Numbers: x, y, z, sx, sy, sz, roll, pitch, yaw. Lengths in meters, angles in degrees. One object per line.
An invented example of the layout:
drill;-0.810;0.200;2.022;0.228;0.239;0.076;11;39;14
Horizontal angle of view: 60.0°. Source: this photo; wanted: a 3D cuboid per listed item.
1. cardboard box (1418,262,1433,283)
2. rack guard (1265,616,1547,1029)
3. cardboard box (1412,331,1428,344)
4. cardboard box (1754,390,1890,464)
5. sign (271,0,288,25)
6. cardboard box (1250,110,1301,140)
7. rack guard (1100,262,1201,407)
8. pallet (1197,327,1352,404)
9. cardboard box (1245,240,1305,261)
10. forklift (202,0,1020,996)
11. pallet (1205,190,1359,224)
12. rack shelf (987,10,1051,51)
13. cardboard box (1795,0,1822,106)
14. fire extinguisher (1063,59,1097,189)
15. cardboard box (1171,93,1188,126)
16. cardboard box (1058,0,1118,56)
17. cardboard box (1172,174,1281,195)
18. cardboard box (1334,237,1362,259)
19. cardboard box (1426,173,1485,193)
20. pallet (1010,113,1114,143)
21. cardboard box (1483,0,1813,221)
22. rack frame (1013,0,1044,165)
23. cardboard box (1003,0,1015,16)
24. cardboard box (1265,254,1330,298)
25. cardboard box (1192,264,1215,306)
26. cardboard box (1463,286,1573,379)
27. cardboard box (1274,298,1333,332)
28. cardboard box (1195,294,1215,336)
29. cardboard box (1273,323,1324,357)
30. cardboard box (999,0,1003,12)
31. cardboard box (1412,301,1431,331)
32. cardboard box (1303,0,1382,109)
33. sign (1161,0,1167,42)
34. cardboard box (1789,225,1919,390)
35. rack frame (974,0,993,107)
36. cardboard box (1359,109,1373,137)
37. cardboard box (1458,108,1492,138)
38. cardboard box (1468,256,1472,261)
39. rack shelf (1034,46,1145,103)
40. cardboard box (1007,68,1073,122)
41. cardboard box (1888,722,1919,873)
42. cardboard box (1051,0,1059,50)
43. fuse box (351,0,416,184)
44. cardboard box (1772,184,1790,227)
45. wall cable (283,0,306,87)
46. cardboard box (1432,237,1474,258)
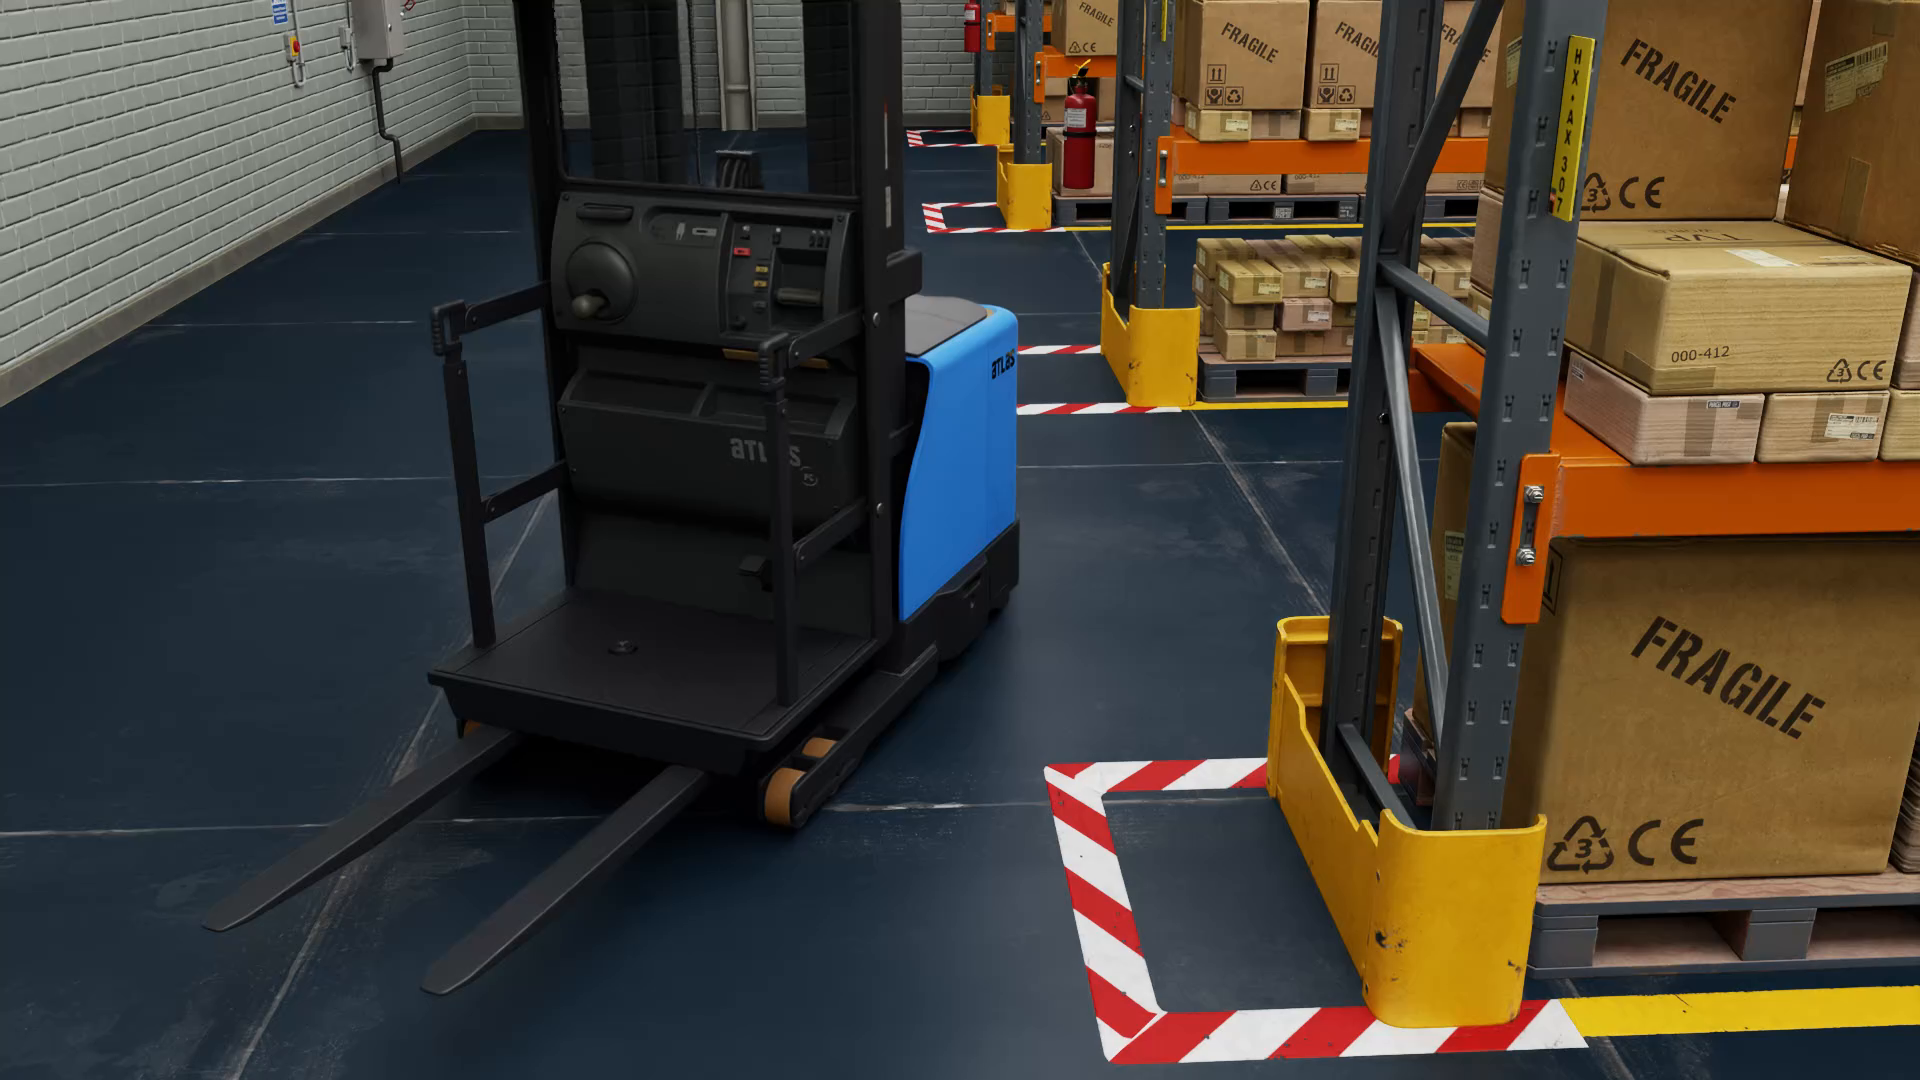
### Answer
cardboard box;2.232;-1.353;8.538;0.250;0.149;0.380;-2;21;-6
rack guard;1.078;0.654;4.200;0.348;0.500;1.175;-1;21;-3
cardboard box;2.227;-1.047;8.573;0.250;0.149;0.380;-1;21;-2
cardboard box;1.731;-0.293;3.527;0.250;0.149;0.380;-1;21;-4
sign;-5.150;-4.020;12.584;0.001;0.218;0.327;-1;21;-3
cardboard box;1.513;-2.071;8.198;0.250;0.149;0.380;0;21;-1
rack guard;0.995;-1.112;8.838;0.348;0.500;1.175;-1;21;-3
pallet;1.809;-0.981;8.900;1.213;0.211;1.003;-1;21;-3
cardboard box;1.688;-1.506;8.941;0.250;0.149;0.380;-1;21;-2
forklift;-0.817;-0.750;4.473;1.130;2.935;3.031;8;22;21
pallet;2.545;-2.799;13.677;1.213;0.211;1.003;-1;21;-3
rack shelf;2.246;-5.502;17.868;4.000;0.370;1.077;-1;21;-3
cardboard box;3.928;-2.425;8.216;0.500;0.500;0.500;-2;21;-5
fire extinguisher;0.642;-2.227;8.887;0.183;0.674;0.296;-1;21;-3
cardboard box;1.229;-2.268;8.715;0.250;0.149;0.380;-1;21;-3
cardboard box;1.032;-3.989;12.742;0.500;0.500;0.500;-1;21;-3
cardboard box;2.102;-3.104;13.569;0.875;0.438;0.875;-1;21;-2
cardboard box;2.201;-1.539;9.028;0.250;0.149;0.380;-2;21;-5
cardboard box;3.897;-3.140;13.664;0.875;0.438;0.875;-1;21;-4
pallet;1.121;-4.513;18.177;1.213;0.211;1.003;-1;21;-3
cardboard box;1.573;-1.037;3.868;0.500;0.500;0.500;-1;21;-2
rack frame;0.536;-4.035;13.003;0.127;3.000;1.000;-1;21;-3
cardboard box;0.593;-5.590;17.440;0.250;0.149;0.380;-1;21;-3
cardboard box;1.730;-1.359;8.554;0.250;0.149;0.380;-1;21;-2
cardboard box;1.430;-1.393;9.063;0.250;0.149;0.380;-2;21;-5
cardboard box;1.439;-0.521;4.127;0.250;0.149;0.380;-1;21;-2
cardboard box;1.734;-1.186;8.519;0.250;0.149;0.380;-1;21;-3
cardboard box;1.433;-1.227;9.045;0.250;0.149;0.380;-1;21;-2
cardboard box;1.718;-1.074;8.642;0.250;0.149;0.380;-1;21;-3
cardboard box;0.565;-5.782;17.946;0.250;0.149;0.380;-1;21;-4
cardboard box;2.236;-1.189;8.527;0.250;0.149;0.380;-1;21;-1
cardboard box;1.916;-2.395;8.137;0.500;0.500;0.500;-1;21;-3
sign;0.951;-2.490;7.729;0.005;0.325;0.100;-1;21;-3
cardboard box;2.115;-0.510;3.537;0.500;0.250;0.500;-1;21;-4
rack frame;0.249;-5.798;17.634;0.127;3.000;1.000;-1;21;-3
cardboard box;2.036;-2.111;8.304;0.250;0.149;0.380;0;21;-1
cardboard box;2.556;-2.103;8.282;0.250;0.149;0.380;-2;21;-4
cardboard box;2.775;-1.344;8.516;0.250;0.149;0.380;-1;21;-2
rack shelf;2.533;-3.739;13.237;4.000;0.370;1.077;-1;21;-3
cardboard box;0.865;-4.806;17.947;0.637;0.503;0.797;-2;21;-5
cardboard box;2.645;0.222;4.217;0.875;0.875;0.875;-1;21;-3
cardboard box;1.003;-4.185;13.257;0.500;0.500;0.500;-1;21;-3
fuse box;-5.066;-4.059;14.877;0.414;1.711;0.539;-1;21;-3
cardboard box;2.077;-0.697;4.030;0.500;0.250;0.500;-2;21;-4
wall cable;-5.092;-4.401;12.494;0.123;1.953;0.585;-1;21;-3
cardboard box;2.736;-1.530;9.004;0.250;0.149;0.380;-2;21;-5
